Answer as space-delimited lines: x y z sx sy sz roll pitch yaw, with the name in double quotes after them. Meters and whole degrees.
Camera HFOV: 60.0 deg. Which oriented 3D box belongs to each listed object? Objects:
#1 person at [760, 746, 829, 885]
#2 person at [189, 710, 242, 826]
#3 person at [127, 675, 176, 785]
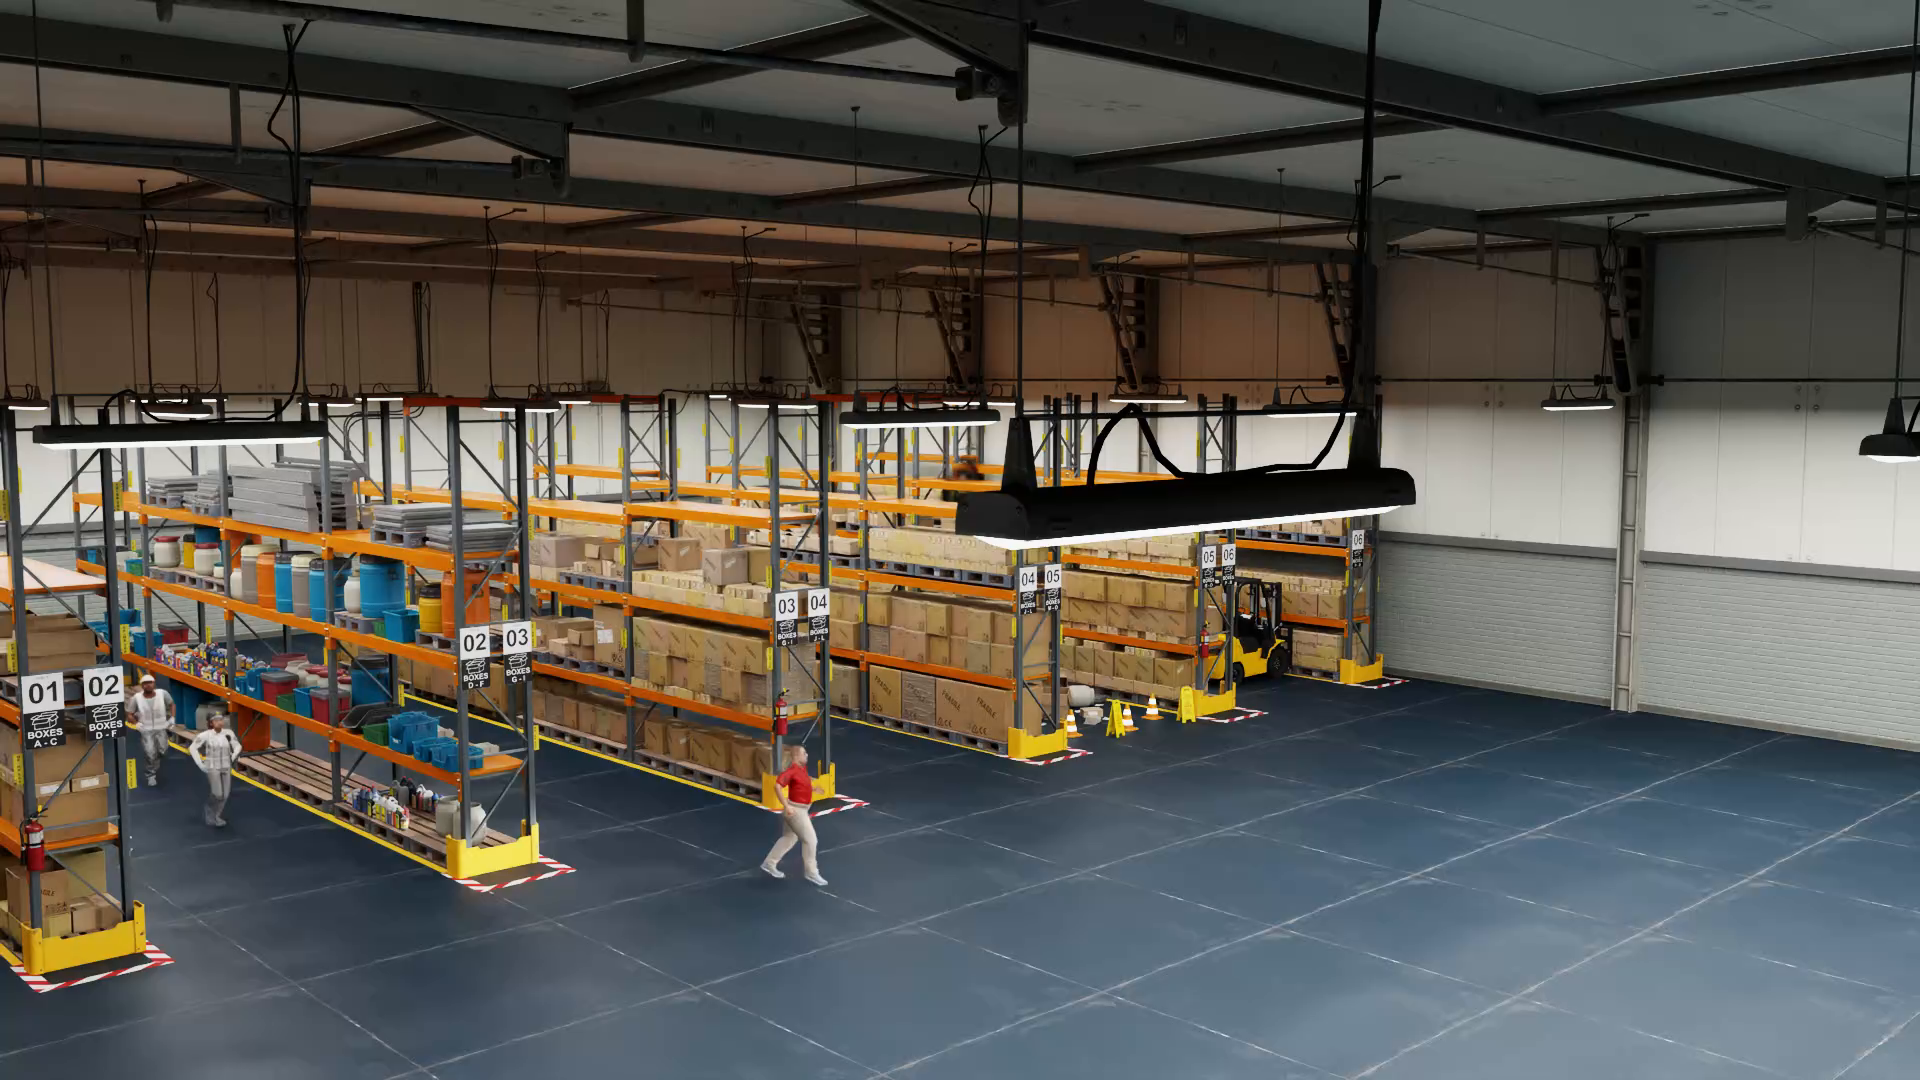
-2.081 3.458 20.913 0.837 1.775 0.651 -1 6 -6 "person"
-10.442 3.222 23.450 0.523 1.665 0.667 5 8 45 "person"
-12.639 2.960 26.027 0.702 1.744 0.670 -4 7 -33 "person"
